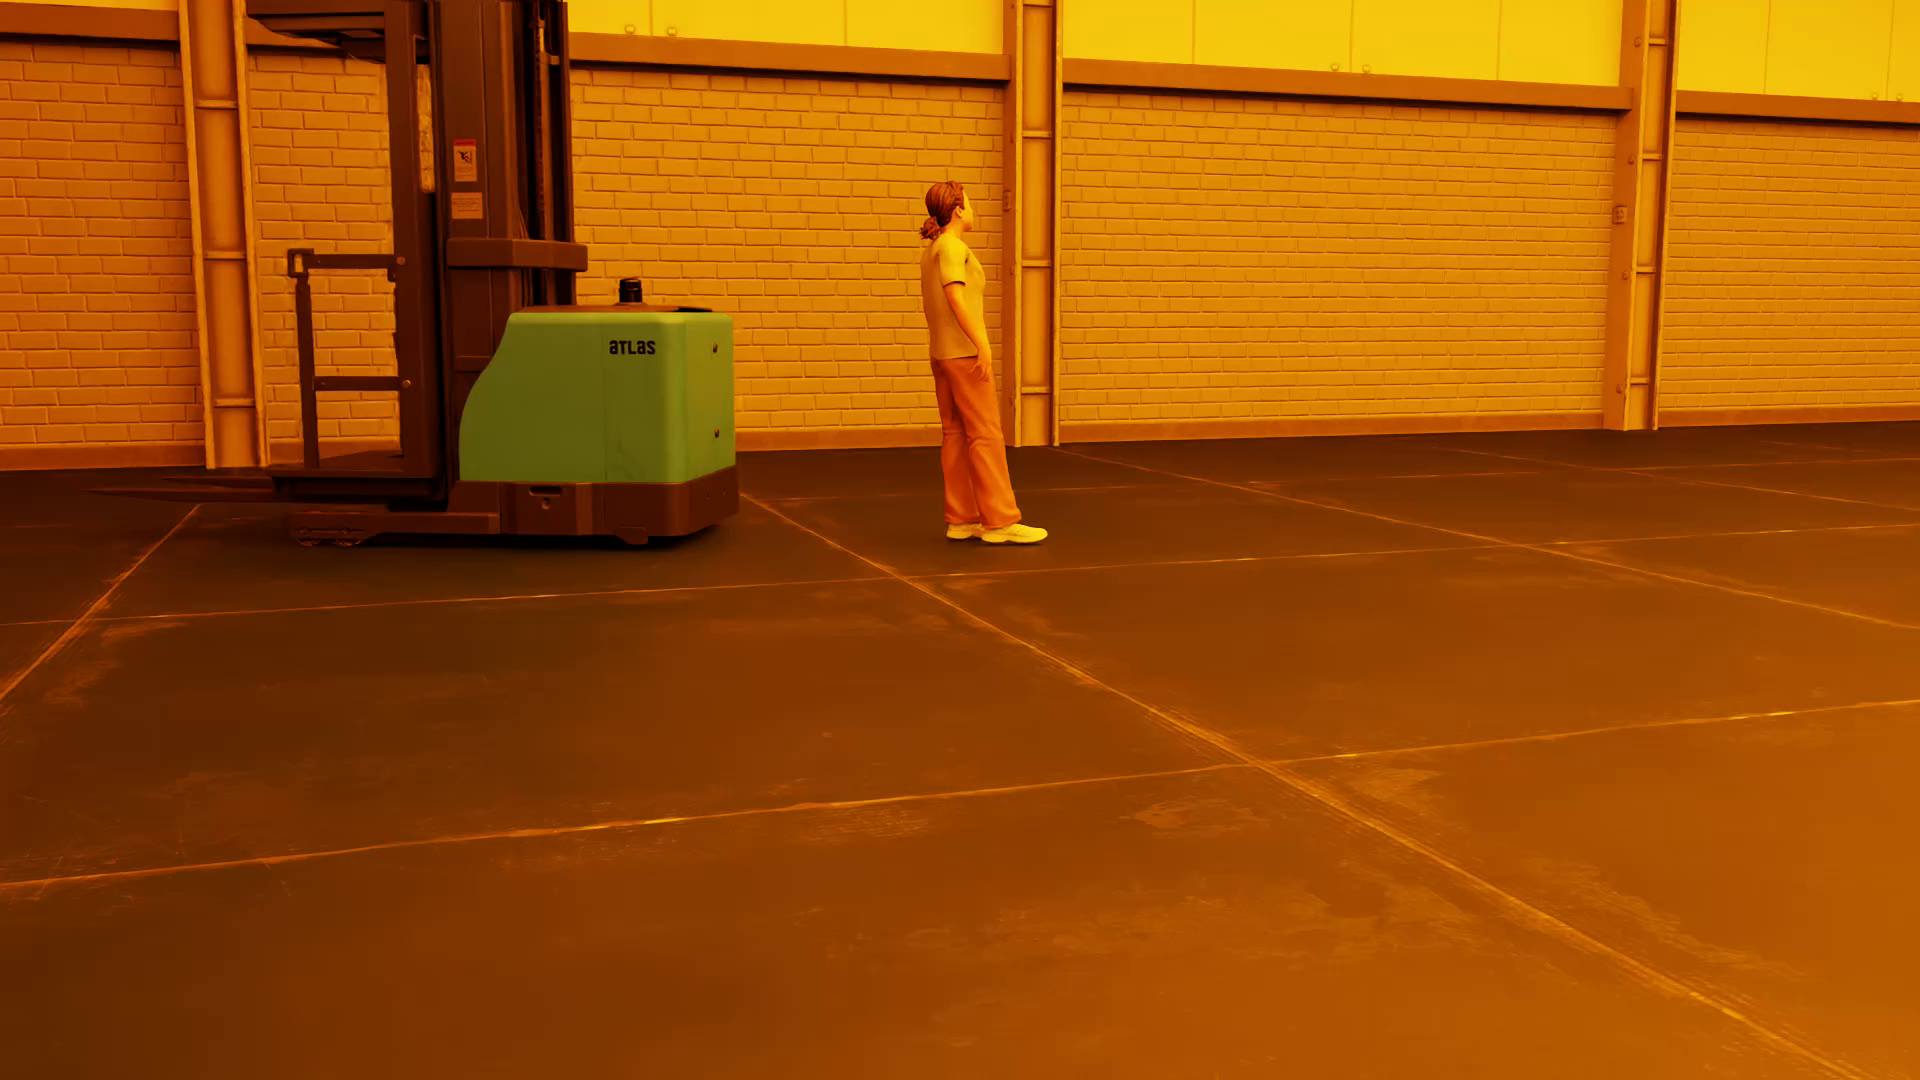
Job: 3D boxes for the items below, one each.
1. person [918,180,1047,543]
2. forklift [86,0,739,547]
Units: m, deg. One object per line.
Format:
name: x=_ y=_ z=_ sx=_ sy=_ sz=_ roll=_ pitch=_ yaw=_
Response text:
person: x=0.074 y=-0.839 z=7.823 sx=0.548 sy=1.673 sz=0.554 roll=-3 pitch=8 yaw=-18
forklift: x=-2.676 y=-1.490 z=8.001 sx=3.031 sy=2.935 sz=1.130 roll=1 pitch=8 yaw=7
